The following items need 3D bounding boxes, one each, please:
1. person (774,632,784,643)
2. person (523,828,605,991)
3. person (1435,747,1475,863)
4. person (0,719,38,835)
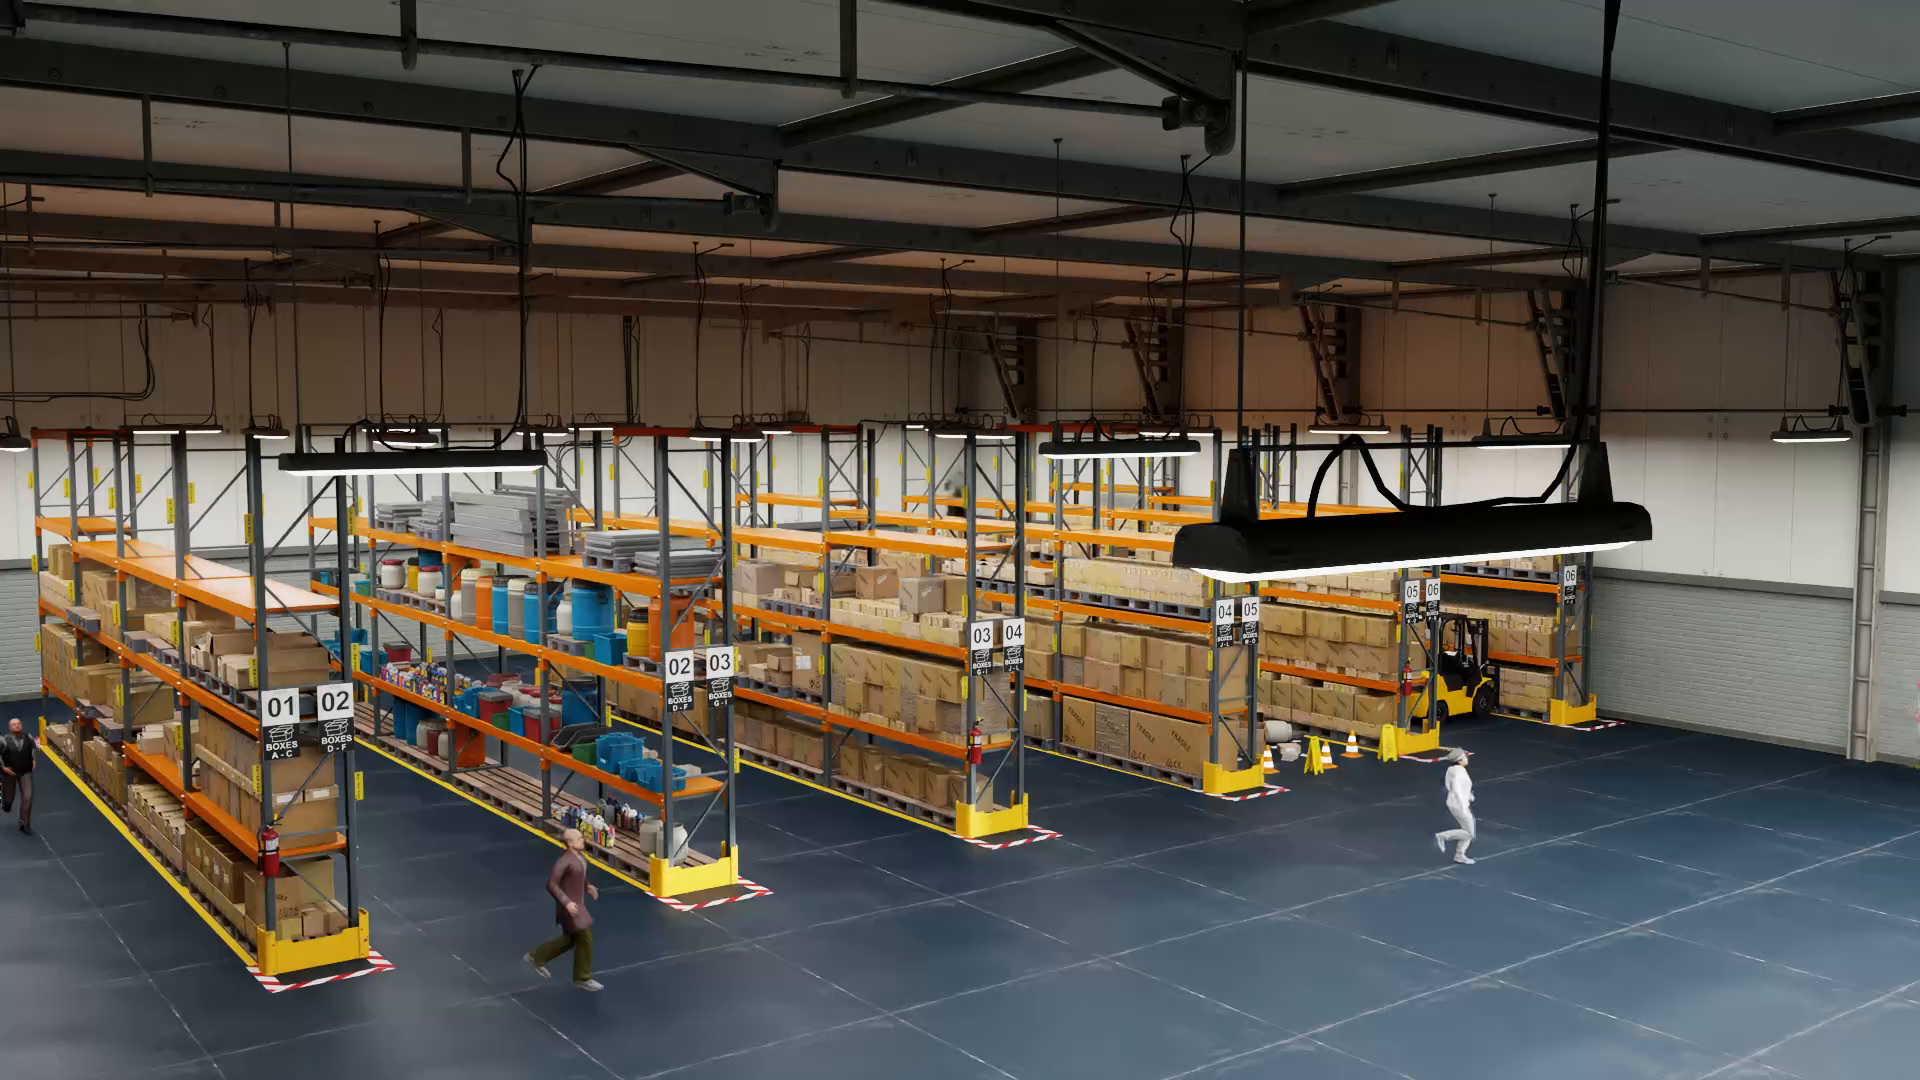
[{"bbox_3d":[-4.735,1.868,42.163,0.669,1.782,0.583,4,6,43],"label":"person"},{"bbox_3d":[-4.335,4.029,18.145,0.888,1.805,0.711,0,4,-1],"label":"person"},{"bbox_3d":[6.905,3.696,23.172,0.588,1.637,0.622,0,4,2],"label":"person"},{"bbox_3d":[-14.244,3.539,25.106,0.643,1.710,1.000,-4,6,-38],"label":"person"}]
